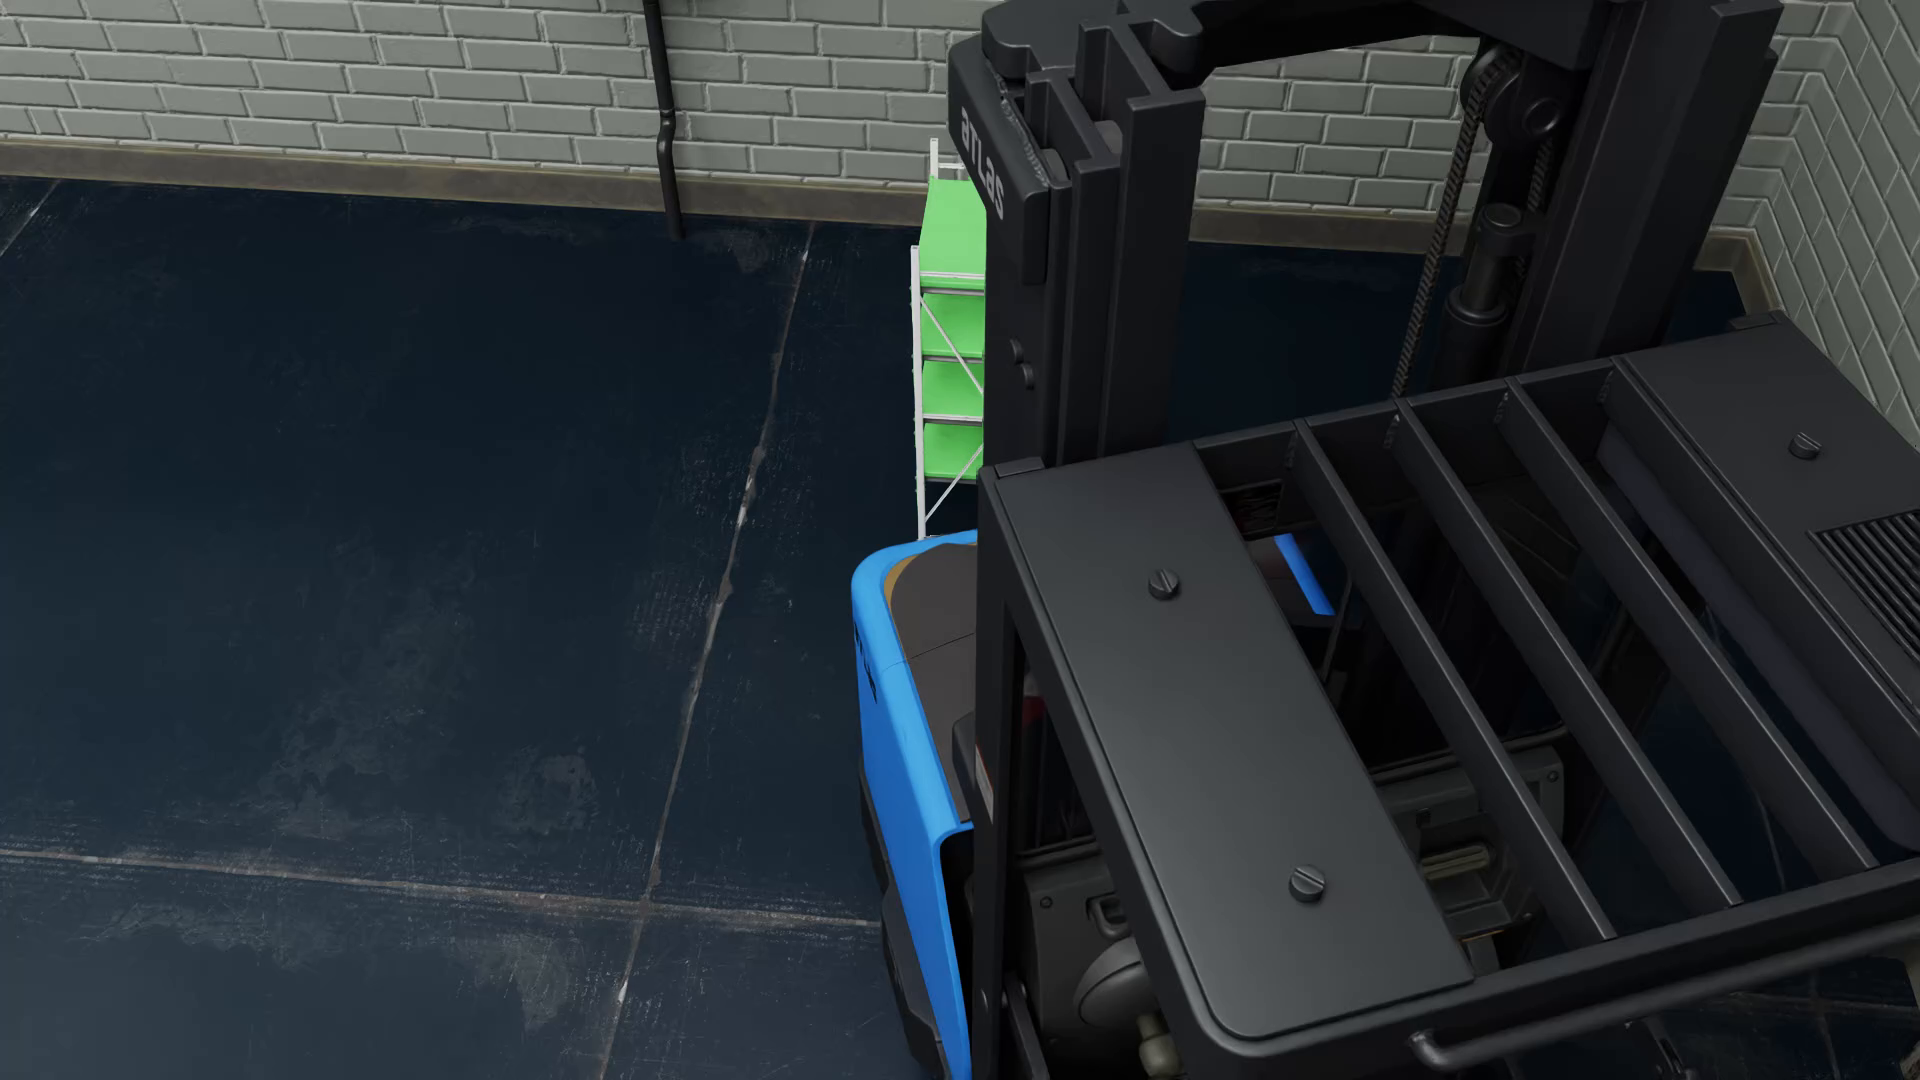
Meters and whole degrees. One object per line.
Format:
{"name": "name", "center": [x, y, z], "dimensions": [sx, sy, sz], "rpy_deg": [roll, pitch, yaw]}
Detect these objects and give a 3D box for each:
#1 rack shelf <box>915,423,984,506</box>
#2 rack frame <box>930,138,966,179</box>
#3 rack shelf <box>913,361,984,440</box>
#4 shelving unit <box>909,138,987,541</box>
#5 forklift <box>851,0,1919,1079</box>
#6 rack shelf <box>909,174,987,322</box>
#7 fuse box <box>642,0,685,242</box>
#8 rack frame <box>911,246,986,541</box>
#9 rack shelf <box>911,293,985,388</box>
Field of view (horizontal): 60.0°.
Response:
{"name": "rack shelf", "center": [0.015, -0.321, 5.143], "dimensions": [0.258, 0.148, 0.480], "rpy_deg": [4, 48, 4]}
{"name": "rack frame", "center": [0.037, -0.706, 5.083], "dimensions": [0.240, 1.200, 0.015], "rpy_deg": [4, 48, 4]}
{"name": "rack shelf", "center": [0.015, -0.483, 4.966], "dimensions": [0.258, 0.148, 0.480], "rpy_deg": [4, 48, 4]}
{"name": "shelving unit", "center": [0.015, -0.527, 4.919], "dimensions": [0.258, 1.200, 0.503], "rpy_deg": [4, 48, 4]}
{"name": "forklift", "center": [0.625, 0.719, 2.606], "dimensions": [1.130, 2.935, 3.031], "rpy_deg": [-12, 49, -10]}
{"name": "rack shelf", "center": [0.015, -0.807, 4.611], "dimensions": [0.258, 0.148, 0.480], "rpy_deg": [4, 48, 4]}
{"name": "fuse box", "center": [-1.046, -1.702, 5.647], "dimensions": [0.539, 1.711, 0.414], "rpy_deg": [4, 48, 4]}
{"name": "rack frame", "center": [-0.007, -0.347, 4.755], "dimensions": [0.240, 1.200, 0.015], "rpy_deg": [4, 48, 4]}
{"name": "rack shelf", "center": [0.015, -0.645, 4.789], "dimensions": [0.258, 0.148, 0.480], "rpy_deg": [4, 48, 4]}
